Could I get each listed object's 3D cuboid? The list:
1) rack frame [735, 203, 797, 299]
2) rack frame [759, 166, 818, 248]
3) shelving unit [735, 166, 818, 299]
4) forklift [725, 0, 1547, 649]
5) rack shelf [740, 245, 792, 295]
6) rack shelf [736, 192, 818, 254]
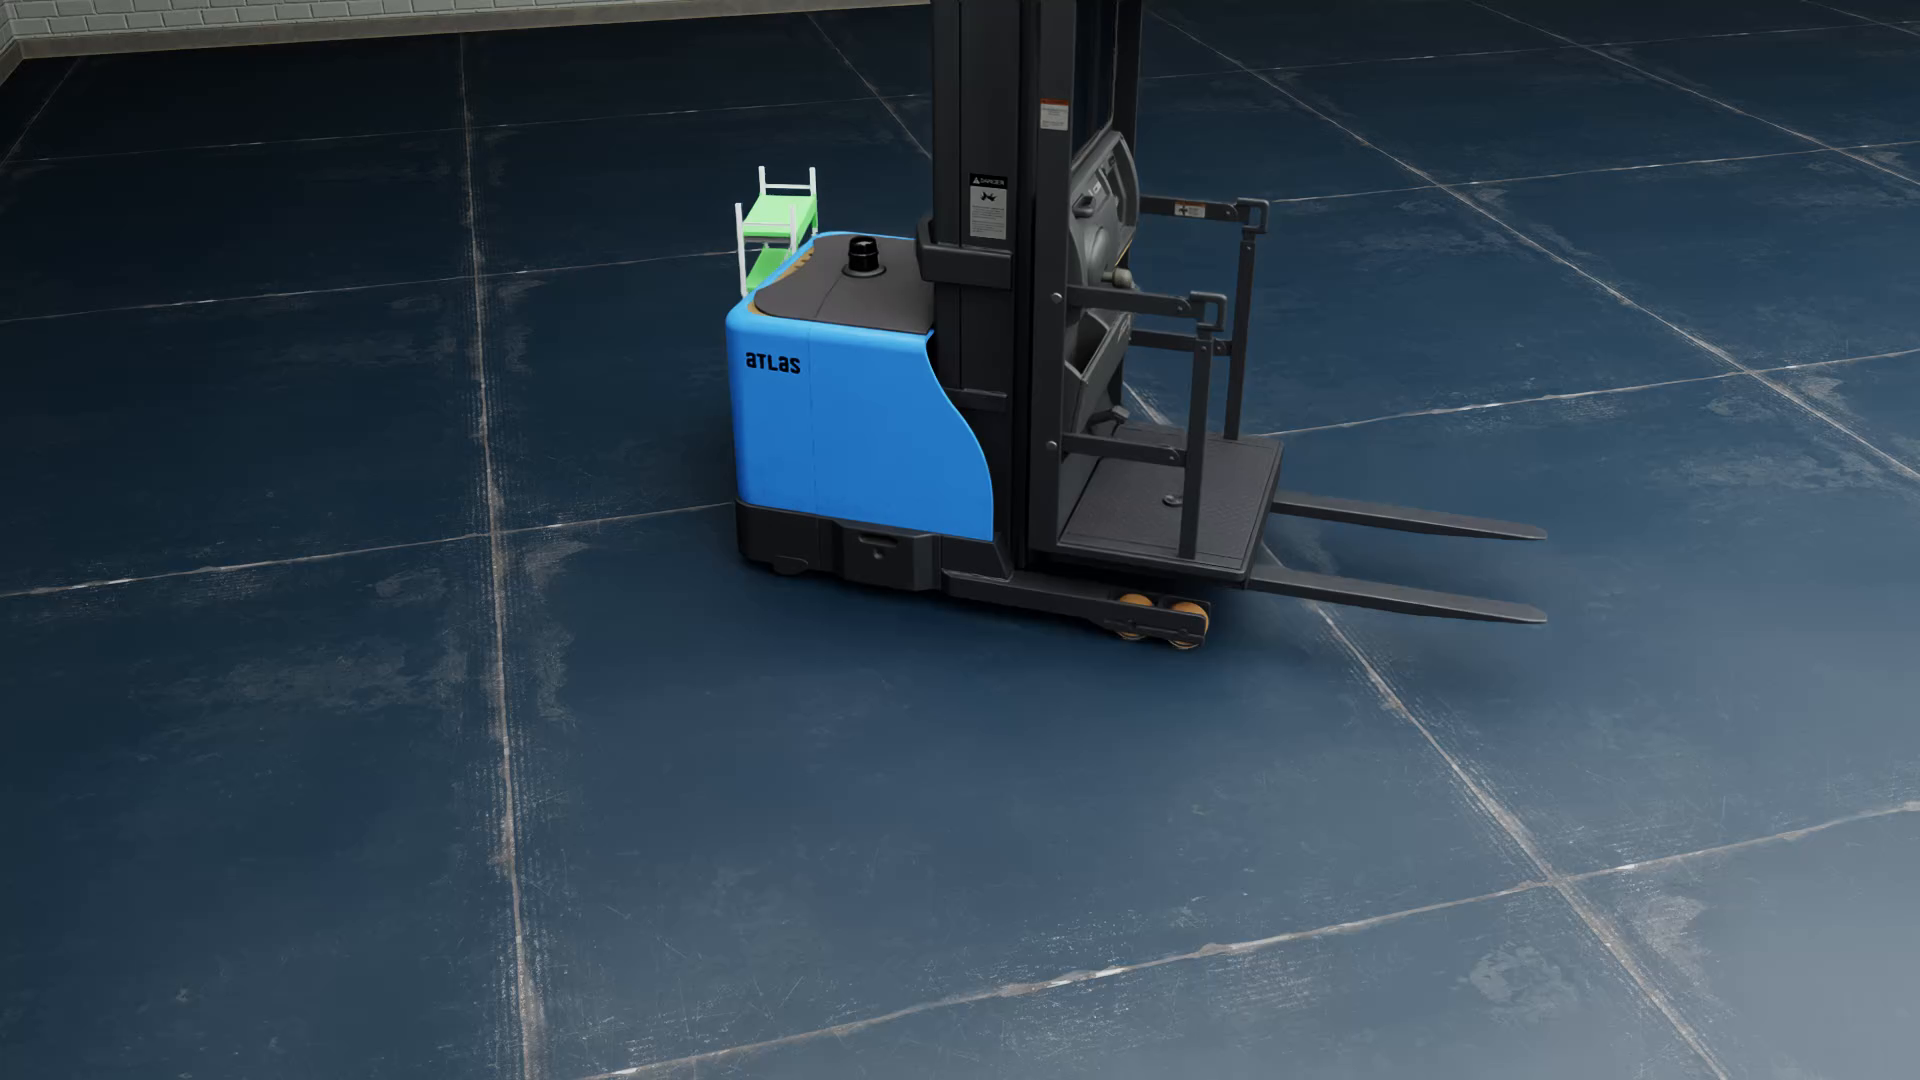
[{"bbox_3d":[-0.783,-0.828,6.983,0.240,1.200,0.015,3,30,4],"label":"rack frame"},{"bbox_3d":[-0.740,-1.072,7.404,0.240,1.200,0.015,3,30,4],"label":"rack frame"},{"bbox_3d":[-0.762,-0.950,7.193,0.258,1.200,0.503,3,30,4],"label":"shelving unit"},{"bbox_3d":[0.701,-1.171,5.847,3.031,2.935,1.130,9,31,15],"label":"forklift"},{"bbox_3d":[-0.762,-1.102,7.105,0.258,0.148,0.480,3,30,4],"label":"rack shelf"},{"bbox_3d":[-0.762,-1.310,6.985,0.258,0.148,0.480,3,30,4],"label":"rack shelf"}]
